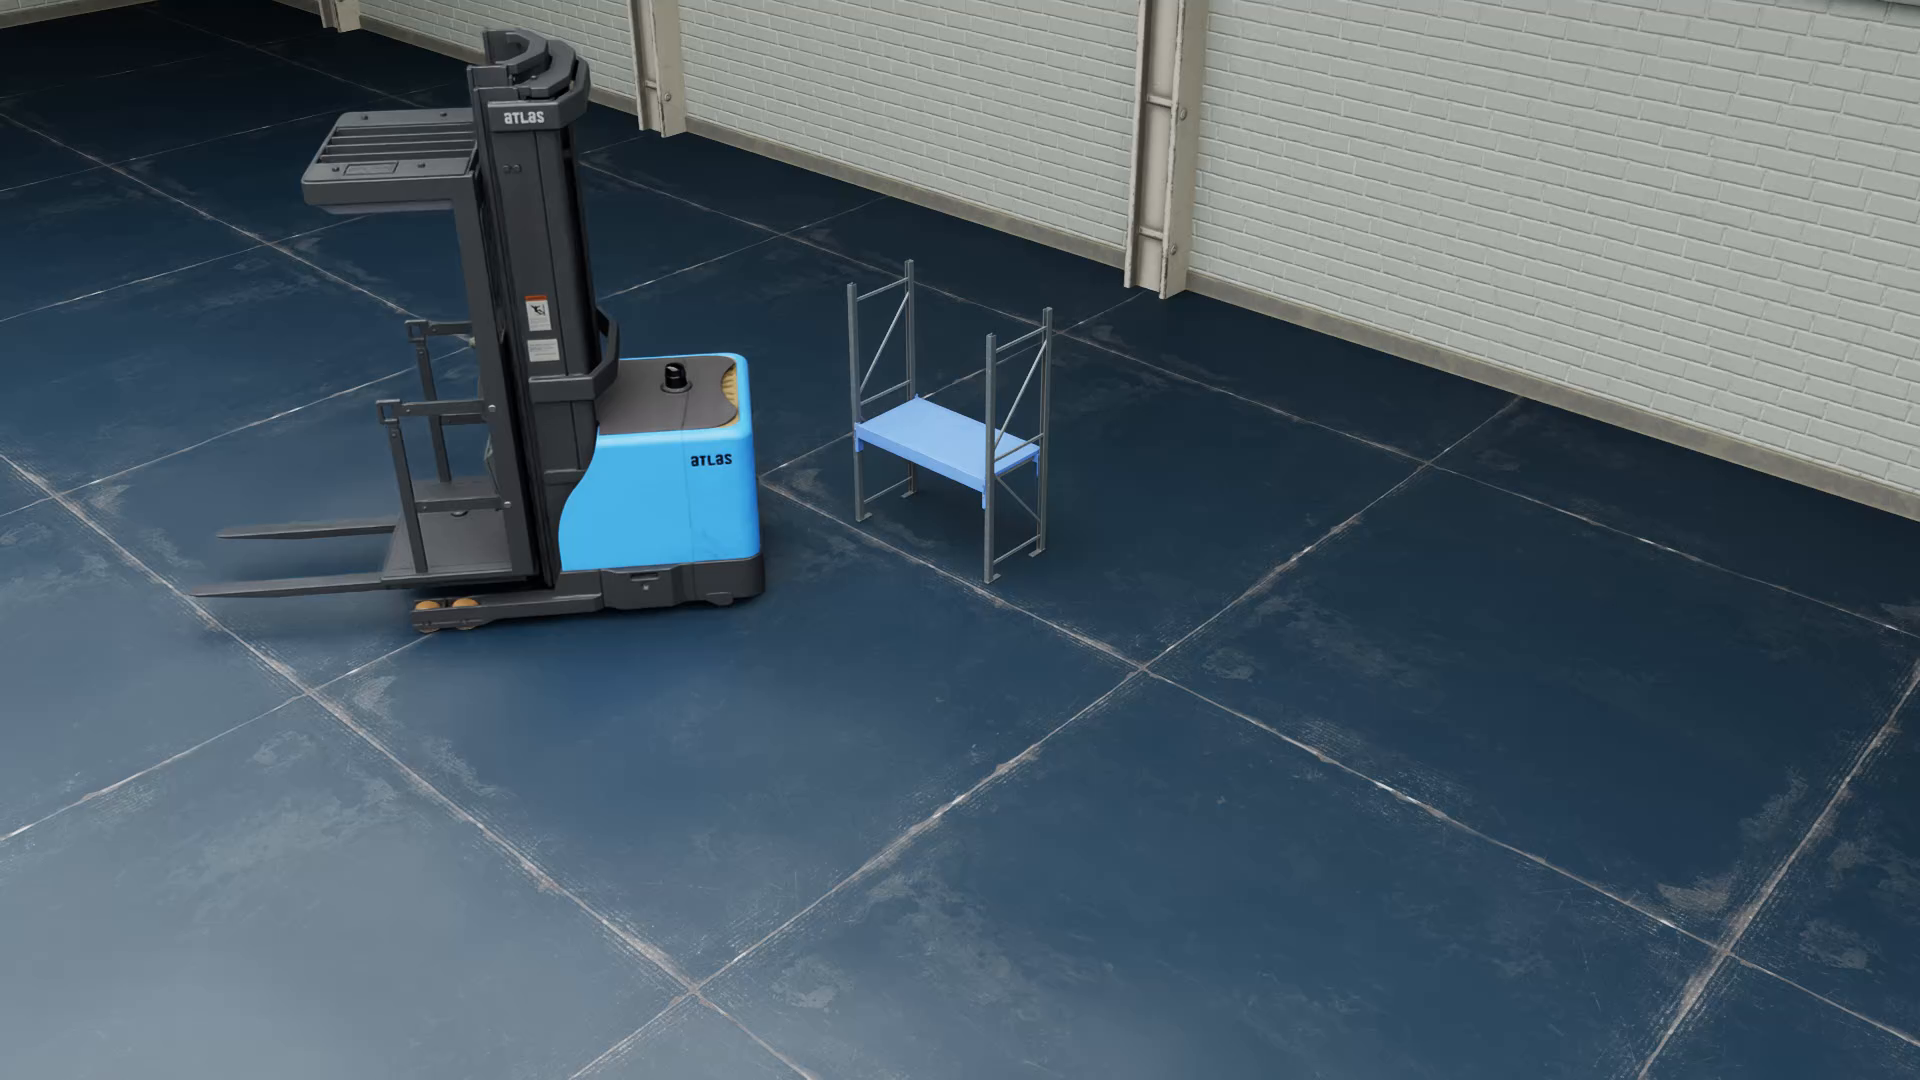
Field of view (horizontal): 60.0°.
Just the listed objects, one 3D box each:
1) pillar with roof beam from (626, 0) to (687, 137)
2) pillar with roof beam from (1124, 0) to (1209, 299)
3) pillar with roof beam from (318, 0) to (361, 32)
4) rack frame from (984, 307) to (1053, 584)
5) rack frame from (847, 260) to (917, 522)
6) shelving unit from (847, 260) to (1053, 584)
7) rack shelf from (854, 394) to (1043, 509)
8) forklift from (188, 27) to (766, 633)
[{"bbox_3d":[-5.812,-6.260,11.368,0.400,9.000,9.100,25,39,35],"label":"pillar with roof beam"},{"bbox_3d":[-1.364,-4.183,7.918,0.400,9.000,9.100,25,39,35],"label":"pillar with roof beam"},{"bbox_3d":[-10.261,-8.336,14.817,0.400,9.000,9.100,25,39,35],"label":"pillar with roof beam"},{"bbox_3d":[0.314,-0.496,9.064,0.032,1.500,0.500,25,39,35],"label":"rack frame"},{"bbox_3d":[-0.440,-0.848,9.649,0.032,1.500,0.500,25,39,35],"label":"rack frame"},{"bbox_3d":[-0.063,-0.672,9.357,1.048,1.500,0.538,25,39,35],"label":"shelving unit"},{"bbox_3d":[-0.063,-0.518,9.449,1.000,0.185,0.538,25,39,35],"label":"rack shelf"},{"bbox_3d":[-2.626,-1.053,8.602,3.031,2.935,1.130,-4,31,-7],"label":"forklift"}]
